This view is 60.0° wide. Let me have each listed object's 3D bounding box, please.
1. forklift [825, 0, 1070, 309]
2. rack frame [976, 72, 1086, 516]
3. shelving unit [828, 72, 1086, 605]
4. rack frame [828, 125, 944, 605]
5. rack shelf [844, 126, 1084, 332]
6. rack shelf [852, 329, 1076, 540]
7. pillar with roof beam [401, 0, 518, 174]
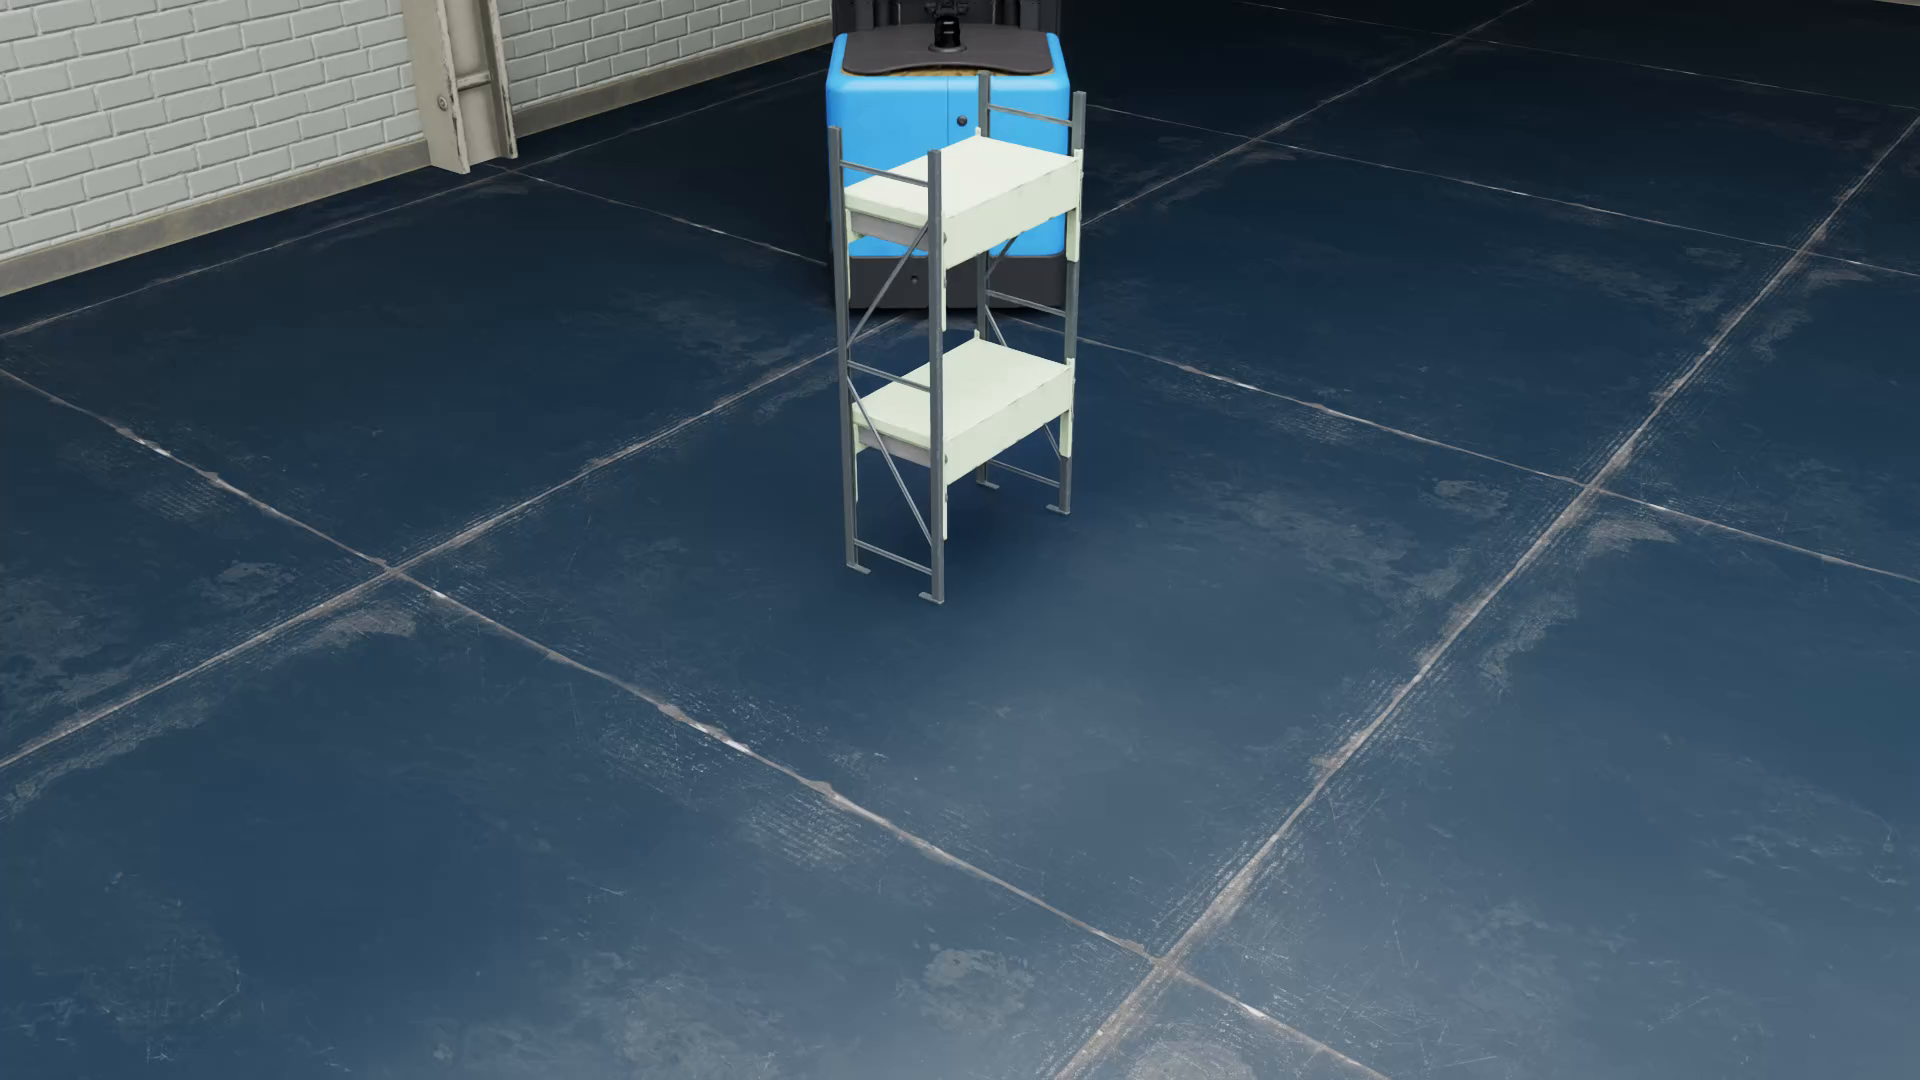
[{"bbox_3d":[-0.068,-2.993,7.925,1.130,2.935,3.031,0,31,-1],"label":"forklift"},{"bbox_3d":[0.225,-0.797,5.623,0.400,1.500,0.023,21,37,31],"label":"rack frame"},{"bbox_3d":[0.004,-0.648,5.372,0.431,1.500,0.755,21,37,31],"label":"shelving unit"},{"bbox_3d":[-0.217,-0.499,5.121,0.400,1.500,0.023,21,37,31],"label":"rack frame"},{"bbox_3d":[0.004,-0.984,5.173,0.431,0.370,0.720,21,37,31],"label":"rack shelf"},{"bbox_3d":[0.004,-0.367,5.538,0.431,0.370,0.720,21,37,31],"label":"rack shelf"},{"bbox_3d":[0.695,-4.684,4.828,9.100,9.000,0.400,21,37,31],"label":"pillar with roof beam"}]
